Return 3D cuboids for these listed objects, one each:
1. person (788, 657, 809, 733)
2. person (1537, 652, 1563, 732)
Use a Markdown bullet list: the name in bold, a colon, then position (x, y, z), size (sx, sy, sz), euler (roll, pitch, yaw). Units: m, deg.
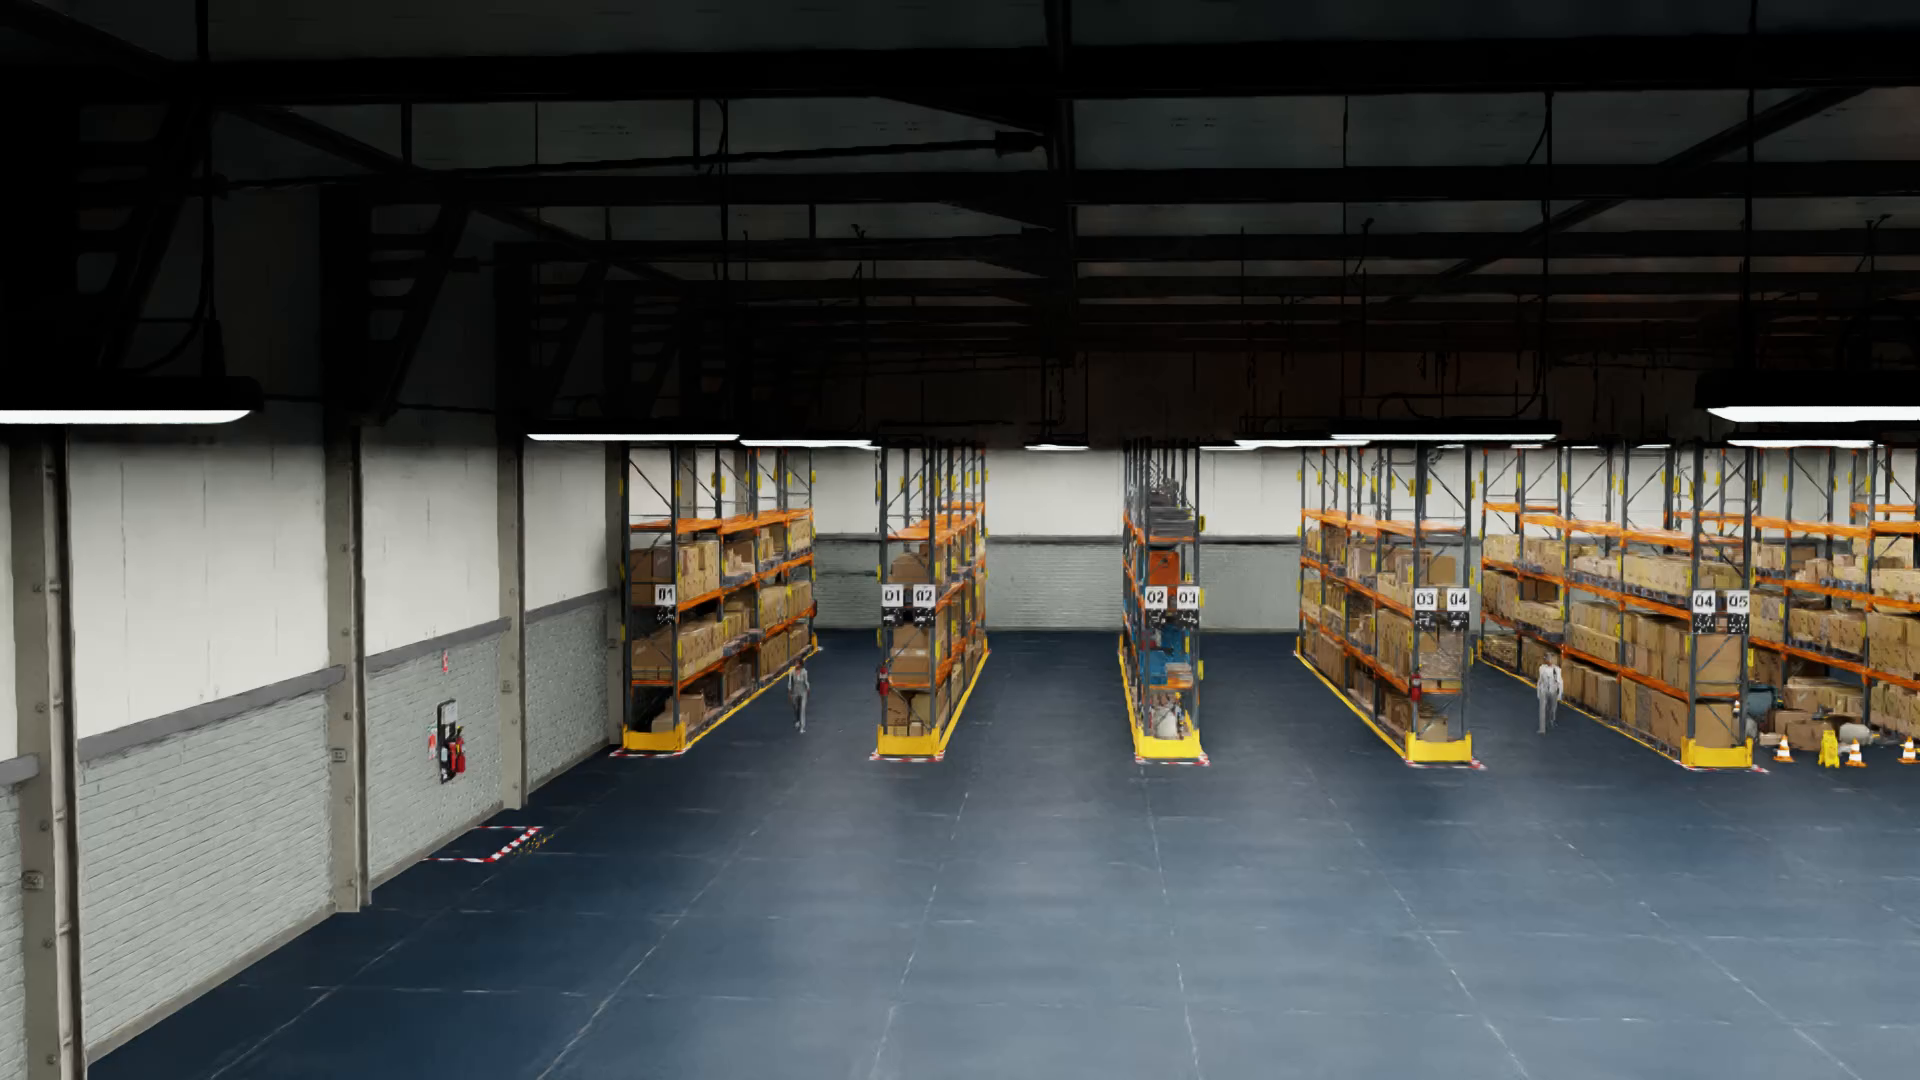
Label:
- **person**: position (-3.296, 3.137, 33.934), size (0.416, 1.522, 1.035), euler (0, 3, 1)
- **person**: position (12.041, 3.080, 33.934), size (0.503, 1.637, 0.908), euler (1, 3, 20)
